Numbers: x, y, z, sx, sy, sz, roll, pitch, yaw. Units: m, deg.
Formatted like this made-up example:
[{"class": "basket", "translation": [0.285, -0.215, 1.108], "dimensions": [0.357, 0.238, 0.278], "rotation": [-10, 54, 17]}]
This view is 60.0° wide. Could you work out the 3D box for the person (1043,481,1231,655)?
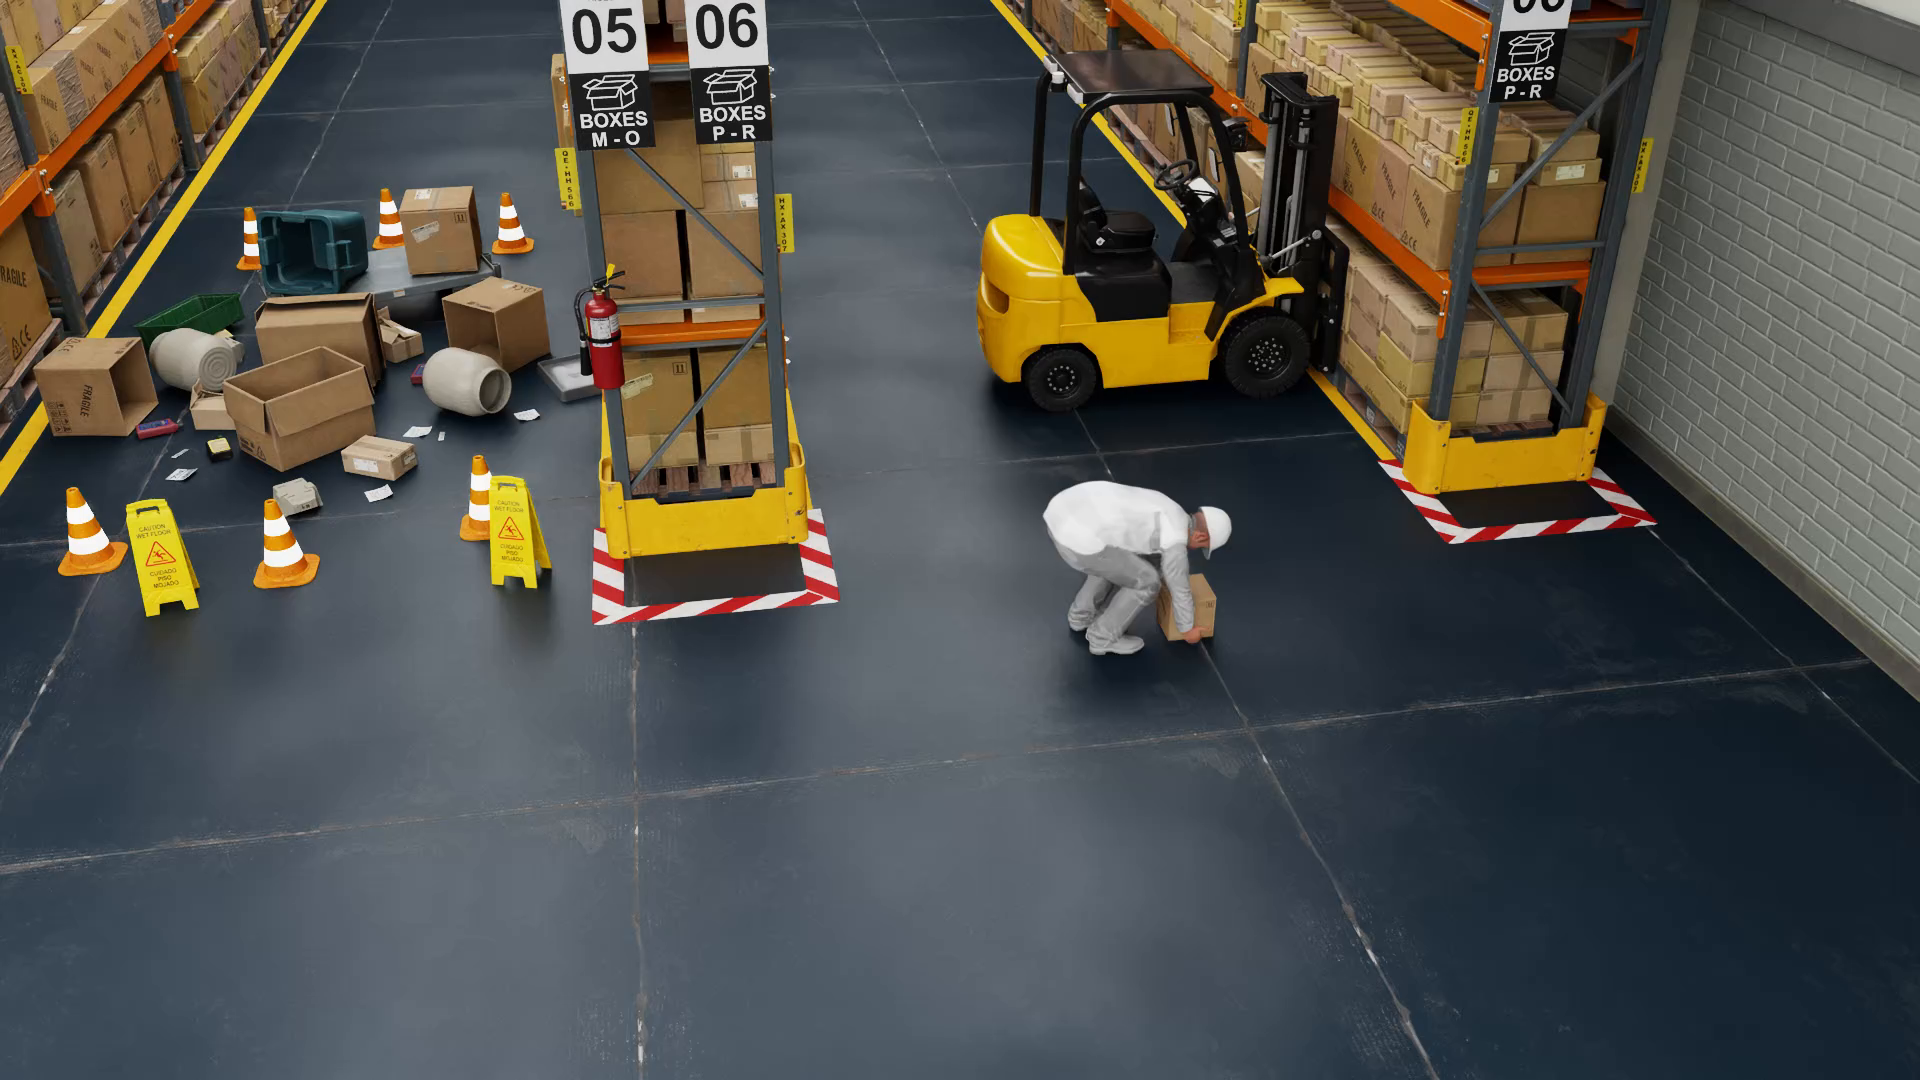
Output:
[{"class": "person", "translation": [0.936, 0.102, 8.764], "dimensions": [0.998, 0.934, 0.510], "rotation": [-7, 31, -11]}]
